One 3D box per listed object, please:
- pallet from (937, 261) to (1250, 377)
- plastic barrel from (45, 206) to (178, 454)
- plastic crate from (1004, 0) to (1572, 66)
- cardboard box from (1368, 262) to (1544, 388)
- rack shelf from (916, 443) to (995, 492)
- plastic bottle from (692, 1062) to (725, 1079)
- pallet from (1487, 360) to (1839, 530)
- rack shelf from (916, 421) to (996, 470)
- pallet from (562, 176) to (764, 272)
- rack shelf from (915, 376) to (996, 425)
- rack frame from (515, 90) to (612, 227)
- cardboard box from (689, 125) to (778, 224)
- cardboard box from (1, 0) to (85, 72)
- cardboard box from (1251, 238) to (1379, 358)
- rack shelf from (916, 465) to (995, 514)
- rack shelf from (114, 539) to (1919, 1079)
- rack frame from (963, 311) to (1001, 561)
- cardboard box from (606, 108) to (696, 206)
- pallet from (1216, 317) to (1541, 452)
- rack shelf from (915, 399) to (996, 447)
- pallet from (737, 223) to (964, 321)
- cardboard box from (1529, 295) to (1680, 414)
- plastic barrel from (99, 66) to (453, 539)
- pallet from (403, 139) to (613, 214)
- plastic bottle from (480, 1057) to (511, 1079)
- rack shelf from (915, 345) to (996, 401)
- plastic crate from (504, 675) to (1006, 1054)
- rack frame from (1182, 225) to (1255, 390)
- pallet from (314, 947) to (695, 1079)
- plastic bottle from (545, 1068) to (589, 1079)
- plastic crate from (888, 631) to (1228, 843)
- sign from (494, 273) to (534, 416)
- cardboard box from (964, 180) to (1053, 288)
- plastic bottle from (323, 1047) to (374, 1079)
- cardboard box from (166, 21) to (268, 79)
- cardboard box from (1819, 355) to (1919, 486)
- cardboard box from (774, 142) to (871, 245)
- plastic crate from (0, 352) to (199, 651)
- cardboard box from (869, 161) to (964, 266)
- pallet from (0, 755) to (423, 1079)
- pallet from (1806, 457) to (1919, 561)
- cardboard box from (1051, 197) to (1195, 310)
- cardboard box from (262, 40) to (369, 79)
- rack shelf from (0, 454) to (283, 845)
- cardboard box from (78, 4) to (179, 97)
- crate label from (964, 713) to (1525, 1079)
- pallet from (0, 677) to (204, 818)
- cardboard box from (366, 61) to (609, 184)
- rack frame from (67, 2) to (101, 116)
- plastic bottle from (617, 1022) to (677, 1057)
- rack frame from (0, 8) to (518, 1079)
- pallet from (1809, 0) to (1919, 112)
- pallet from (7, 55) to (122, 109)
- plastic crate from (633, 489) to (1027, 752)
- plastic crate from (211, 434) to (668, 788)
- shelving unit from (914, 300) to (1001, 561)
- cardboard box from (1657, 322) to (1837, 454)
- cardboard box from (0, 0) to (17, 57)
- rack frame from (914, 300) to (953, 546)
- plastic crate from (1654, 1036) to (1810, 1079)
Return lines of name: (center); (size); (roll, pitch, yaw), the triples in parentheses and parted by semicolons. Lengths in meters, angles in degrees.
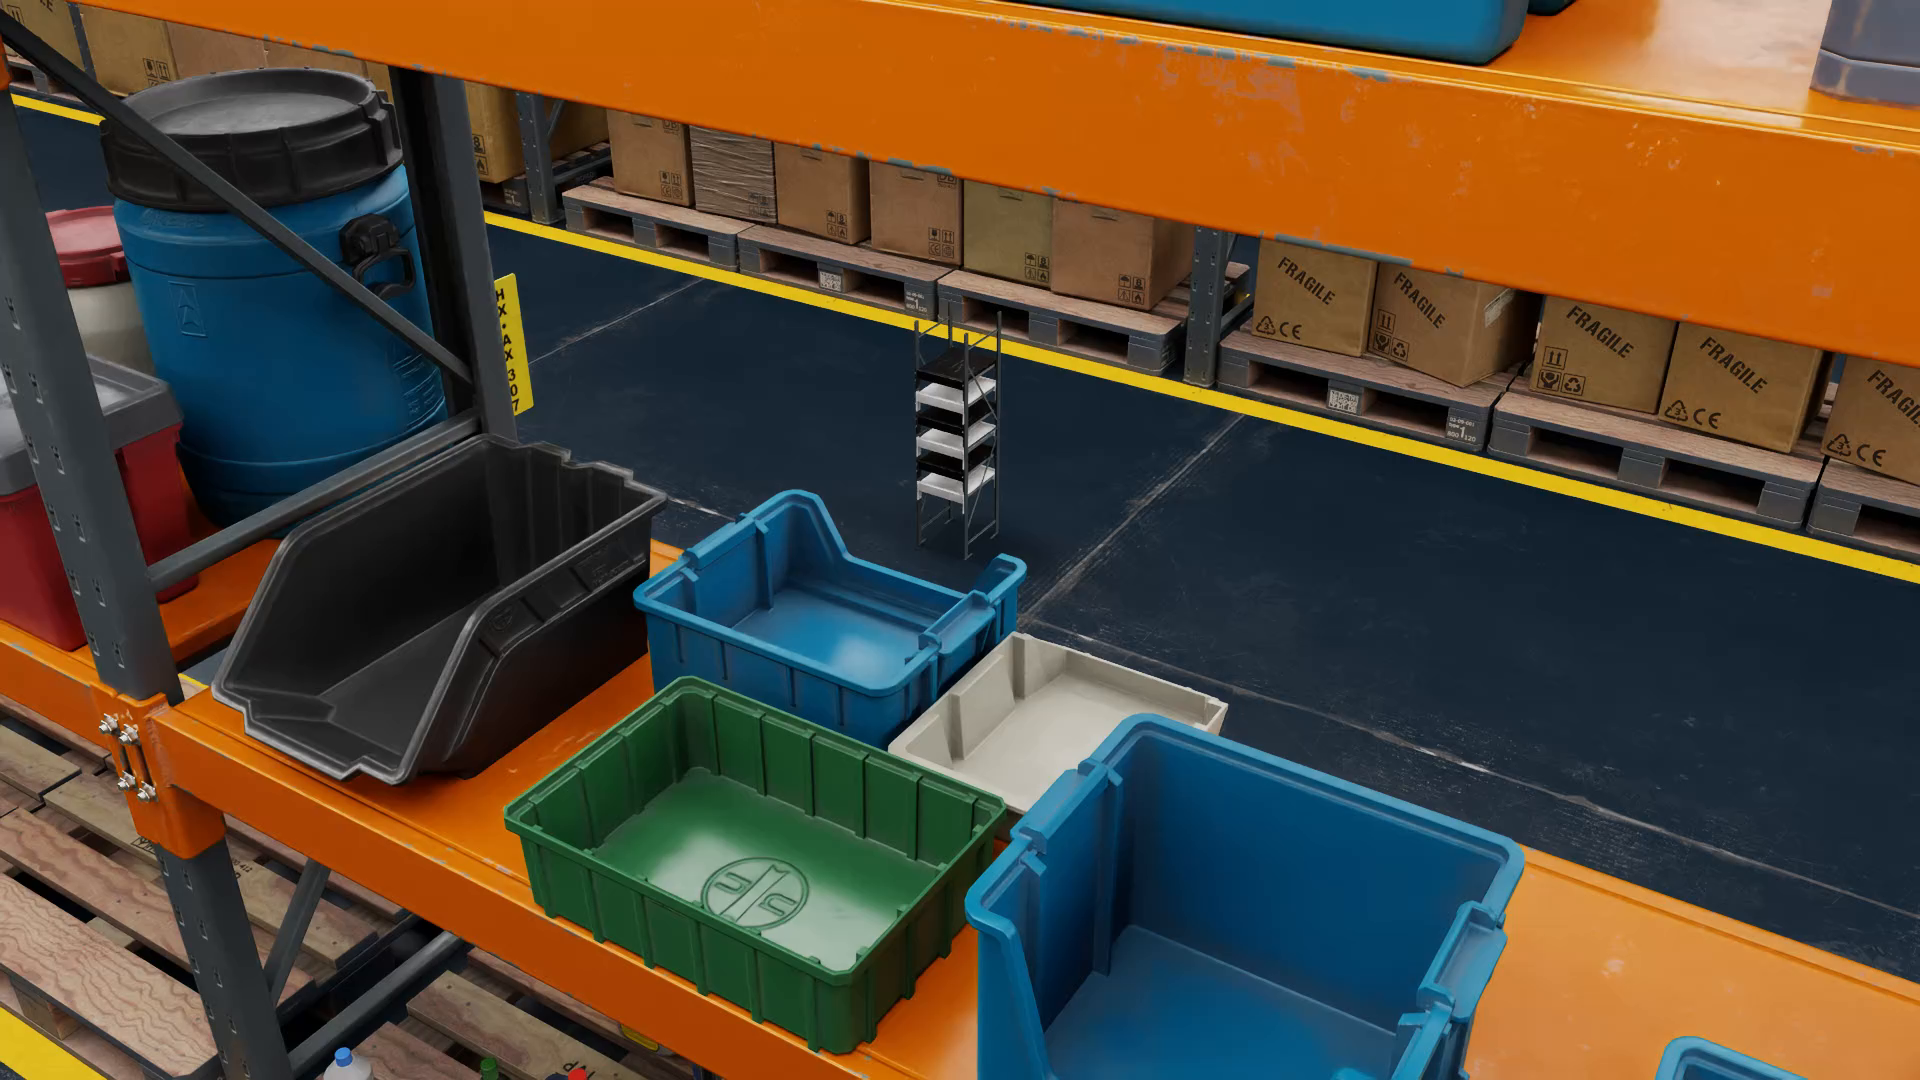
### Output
pallet: (0.655, -1.197, 8.092); (1.213, 0.211, 1.003); (18, 35, 27)
plastic barrel: (-2.012, -0.488, 3.975); (0.433, 0.535, 0.433); (0, 30, 0)
plastic crate: (0.294, -0.679, 1.476); (0.575, 0.384, 0.392); (18, 35, 27)
cardboard box: (2.122, -1.020, 7.086); (0.500, 0.500, 0.500); (-23, 37, -33)
rack shelf: (-0.007, -0.284, 6.089); (0.200, 0.077, 0.258); (18, 35, 27)
plastic bottle: (-0.515, 1.078, 3.692); (0.135, 0.276, 0.152); (18, 35, 27)
pallet: (2.940, -0.497, 6.893); (1.213, 0.211, 1.003); (18, 35, 27)
rack shelf: (-0.007, -0.362, 6.044); (0.200, 0.077, 0.258); (18, 35, 27)
pallet: (-1.412, -1.850, 9.212); (1.213, 0.211, 1.003); (18, 35, 27)
rack shelf: (-0.007, -0.518, 5.953); (0.200, 0.077, 0.258); (18, 35, 27)
rack frame: (-2.073, -3.265, 8.869); (0.127, 3.000, 1.000); (18, 35, 27)
cardboard box: (-1.018, -2.061, 8.850); (0.500, 0.500, 0.700); (15, 33, 23)
cardboard box: (-5.977, -3.811, 11.497); (0.875, 0.875, 0.875); (18, 35, 27)
cardboard box: (1.632, -1.171, 7.344); (0.500, 0.500, 0.500); (16, 34, 26)
rack shelf: (-0.007, -0.207, 6.134); (0.200, 0.077, 0.258); (18, 35, 27)
rack shelf: (0.376, 0.767, 2.672); (4.000, 0.370, 1.077); (18, 35, 27)
rack frame: (0.079, -0.364, 5.980); (0.006, 0.900, 0.240); (18, 35, 27)
cardboard box: (-1.495, -2.204, 9.095); (0.500, 0.500, 0.700); (16, 34, 25)
pallet: (1.902, -0.824, 7.453); (1.213, 0.211, 1.003); (18, 35, 27)
rack shelf: (-0.007, -0.440, 5.998); (0.200, 0.077, 0.258); (18, 35, 27)
pallet: (-0.383, -1.523, 8.651); (1.213, 0.211, 1.003); (18, 35, 27)
cardboard box: (2.689, -0.888, 6.859); (0.500, 0.500, 0.500); (14, 33, 23)
plastic barrel: (-1.484, -0.528, 3.682); (0.708, 0.901, 0.600); (18, 35, 27)
pallet: (-2.701, -2.304, 9.989); (1.213, 0.211, 1.003); (18, 35, 27)
plastic bottle: (-0.937, 1.206, 3.465); (0.133, 0.283, 0.061); (18, 35, 27)
rack shelf: (-0.007, -0.595, 5.908); (0.200, 0.077, 0.258); (18, 35, 27)
plastic crate: (-0.319, 0.496, 2.633); (0.662, 0.188, 0.450); (18, 35, 27)
rack frame: (1.315, -2.193, 7.032); (0.127, 3.000, 1.000); (18, 35, 27)
pallet: (-0.772, 1.323, 3.773); (1.213, 0.211, 1.003); (18, 35, 27)
plastic bottle: (-0.779, 1.207, 3.397); (0.185, 0.351, 0.144); (18, 35, 27)
plastic crate: (0.192, 0.362, 2.915); (0.437, 0.136, 0.530); (18, 35, 27)
sign: (-1.016, -0.431, 3.737); (0.005, 0.325, 0.100); (18, 35, 27)
cardboard box: (0.412, -1.613, 8.082); (0.500, 0.500, 0.700); (17, 34, 27)
plastic bottle: (-1.281, 1.182, 3.519); (0.097, 0.271, 0.097); (0, 30, 0)
cardboard box: (-4.151, -3.198, 10.447); (0.875, 0.875, 1.225); (16, 34, 26)
cardboard box: (3.658, -0.543, 6.268); (0.500, 0.500, 0.500); (-25, 38, -36)
cardboard box: (-0.534, -1.912, 8.595); (0.500, 0.500, 0.700); (21, 36, 31)
plastic crate: (-1.891, -0.106, 3.391); (0.583, 0.464, 0.402); (18, 35, 27)
cardboard box: (-0.062, -1.763, 8.339); (0.500, 0.500, 0.700); (14, 33, 23)
pallet: (-2.004, 0.931, 4.444); (1.213, 0.211, 1.003); (18, 35, 27)
pallet: (3.969, -0.170, 6.332); (1.213, 0.211, 1.003); (18, 35, 27)
cardboard box: (0.806, -1.477, 7.849); (0.500, 0.500, 0.700); (15, 33, 24)
cardboard box: (-3.397, -2.964, 10.046); (0.875, 0.875, 1.225); (18, 35, 27)
rack shelf: (-3.012, -0.304, 4.509); (4.000, 0.370, 1.077); (18, 35, 27)
cardboard box: (-4.908, -3.437, 10.856); (0.875, 0.875, 1.225); (18, 35, 27)
crate label: (0.367, 0.599, 2.211); (0.616, 0.435, 0.502); (18, 35, 27)
pallet: (-3.042, 0.605, 5.003); (1.213, 0.211, 1.003); (18, 35, 27)
cardboard box: (-2.646, -2.722, 9.631); (0.875, 0.875, 1.225); (16, 34, 25)
rack frame: (-5.461, -4.336, 10.706); (0.127, 3.000, 1.000); (18, 35, 27)
plastic bottle: (-0.696, 0.986, 3.775); (0.185, 0.351, 0.144); (18, 35, 27)
rack frame: (-1.318, -0.079, 3.409); (0.127, 3.000, 1.000); (18, 35, 27)
pallet: (1.421, -0.485, 1.315); (1.213, 0.211, 1.003); (18, 35, 27)
pallet: (-6.063, -3.369, 11.815); (1.213, 0.211, 1.003); (18, 35, 27)
plastic crate: (-0.237, 0.166, 3.137); (0.616, 0.251, 0.499); (18, 35, 27)
plastic crate: (-0.942, 0.142, 3.091); (0.504, 0.338, 0.767); (18, 35, 27)
shelving unit: (-0.007, -0.391, 6.027); (0.210, 0.900, 0.258); (18, 35, 27)
cardboard box: (3.138, -0.719, 6.570); (0.500, 0.500, 0.500); (21, 36, 32)
cardboard box: (-6.740, -4.052, 11.911); (0.875, 0.875, 0.875); (18, 35, 27)
rack frame: (-0.093, -0.418, 6.074); (0.006, 0.900, 0.240); (18, 35, 27)
plastic crate: (0.940, 0.874, 1.923); (0.408, 0.251, 0.499); (18, 35, 27)
